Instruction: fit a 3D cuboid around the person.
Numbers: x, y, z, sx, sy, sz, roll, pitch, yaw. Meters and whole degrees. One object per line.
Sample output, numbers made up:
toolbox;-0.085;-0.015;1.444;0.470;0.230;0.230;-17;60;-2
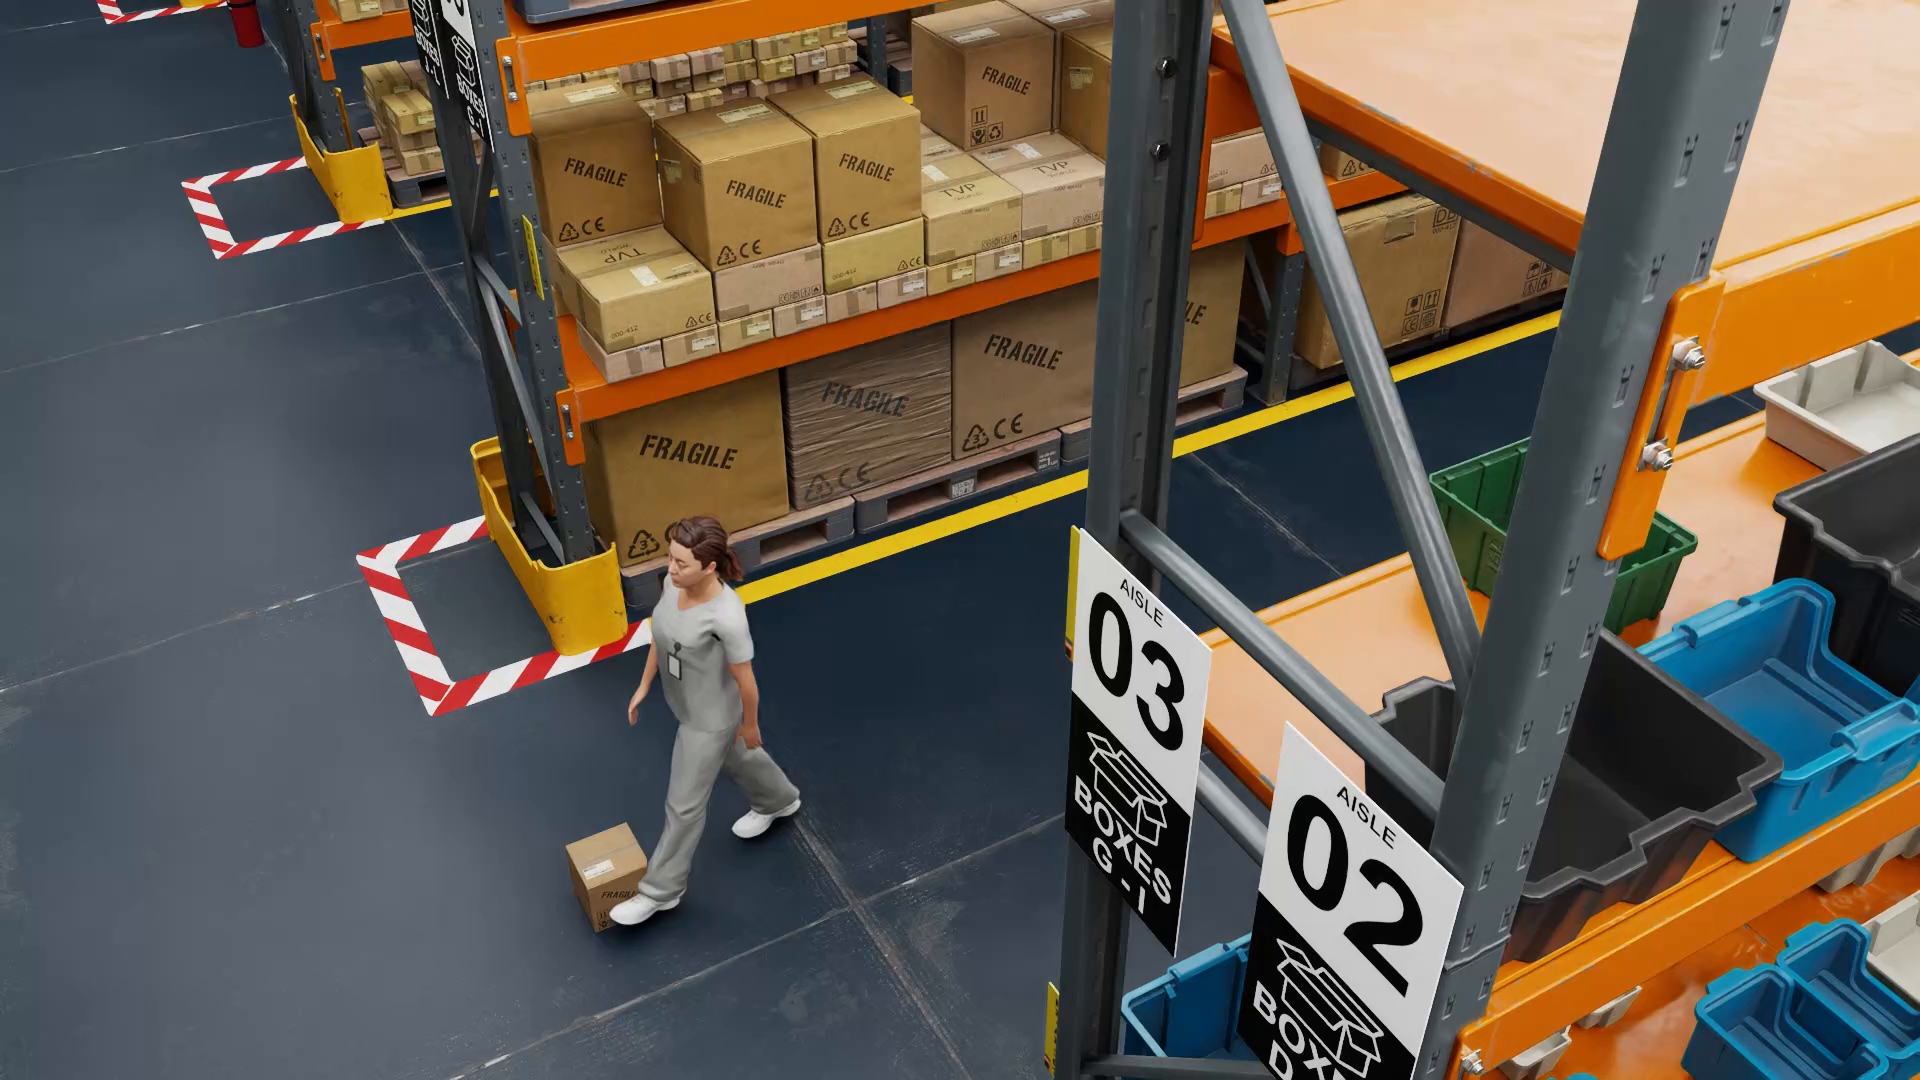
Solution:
person;-1.008;0.624;6.103;0.918;1.625;0.452;-23;43;-27
